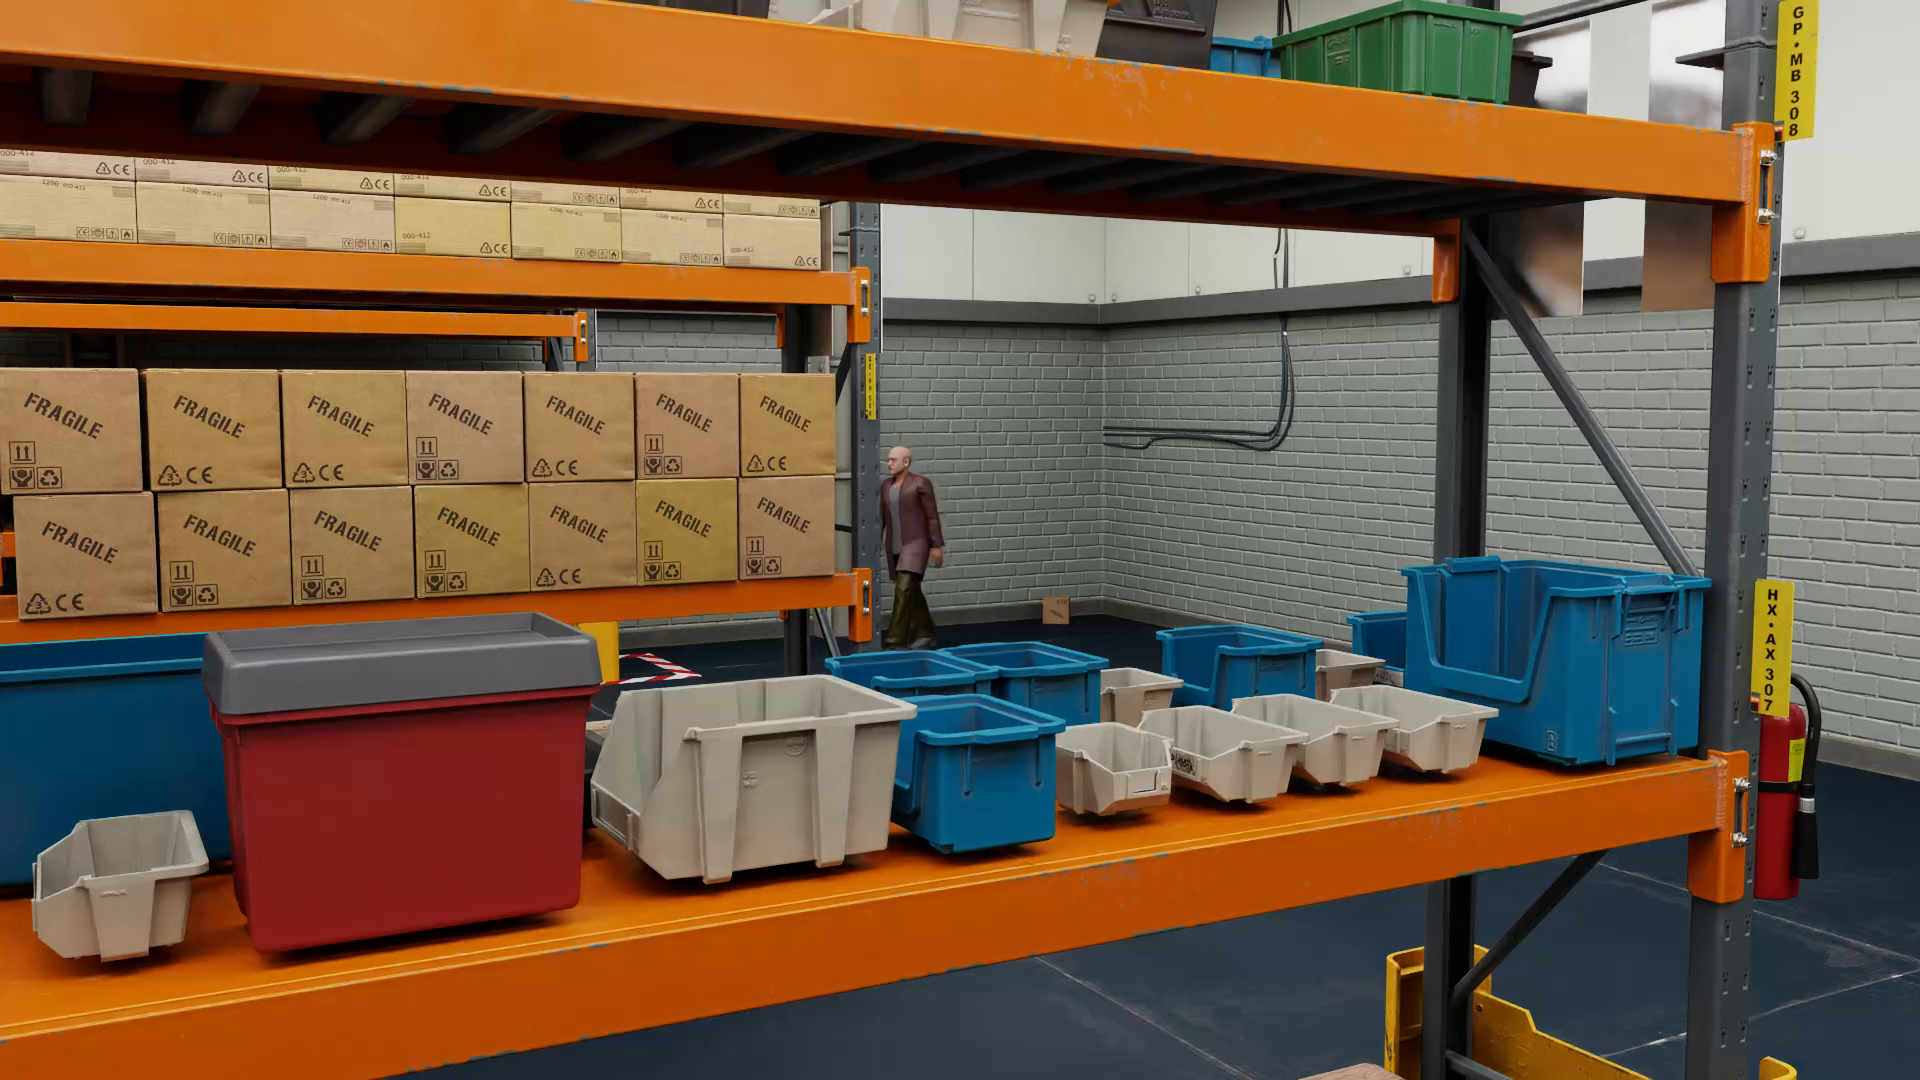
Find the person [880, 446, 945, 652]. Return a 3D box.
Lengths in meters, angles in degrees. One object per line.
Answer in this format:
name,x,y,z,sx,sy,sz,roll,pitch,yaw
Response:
person,-0.503,0.102,13.975,0.610,1.782,0.911,4,6,40
